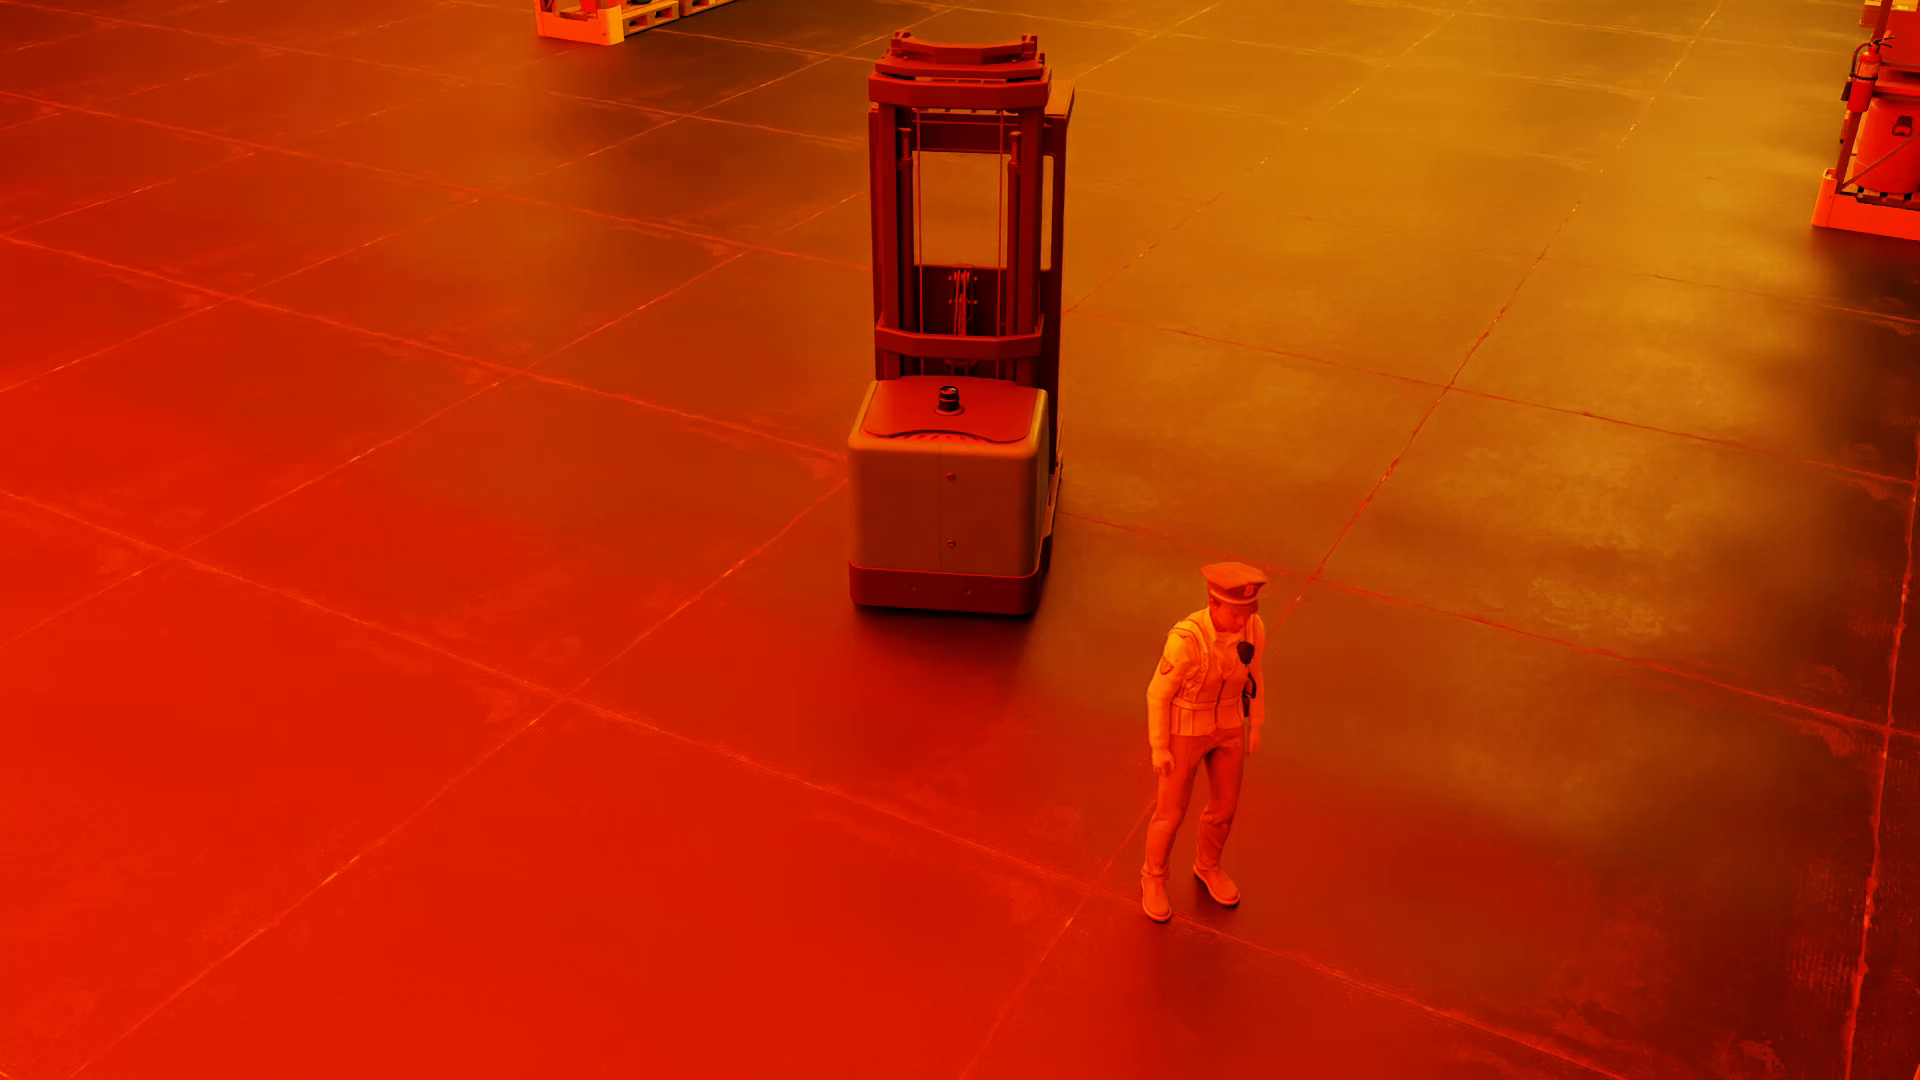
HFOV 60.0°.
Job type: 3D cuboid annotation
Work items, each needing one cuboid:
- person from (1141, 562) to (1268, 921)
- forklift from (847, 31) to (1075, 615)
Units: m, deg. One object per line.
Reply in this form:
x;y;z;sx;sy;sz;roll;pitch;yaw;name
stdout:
1.025;0.813;6.933;0.540;1.662;0.374;-10;32;-17;person
0.072;-1.572;9.794;1.130;2.935;3.031;3;30;6;forklift
